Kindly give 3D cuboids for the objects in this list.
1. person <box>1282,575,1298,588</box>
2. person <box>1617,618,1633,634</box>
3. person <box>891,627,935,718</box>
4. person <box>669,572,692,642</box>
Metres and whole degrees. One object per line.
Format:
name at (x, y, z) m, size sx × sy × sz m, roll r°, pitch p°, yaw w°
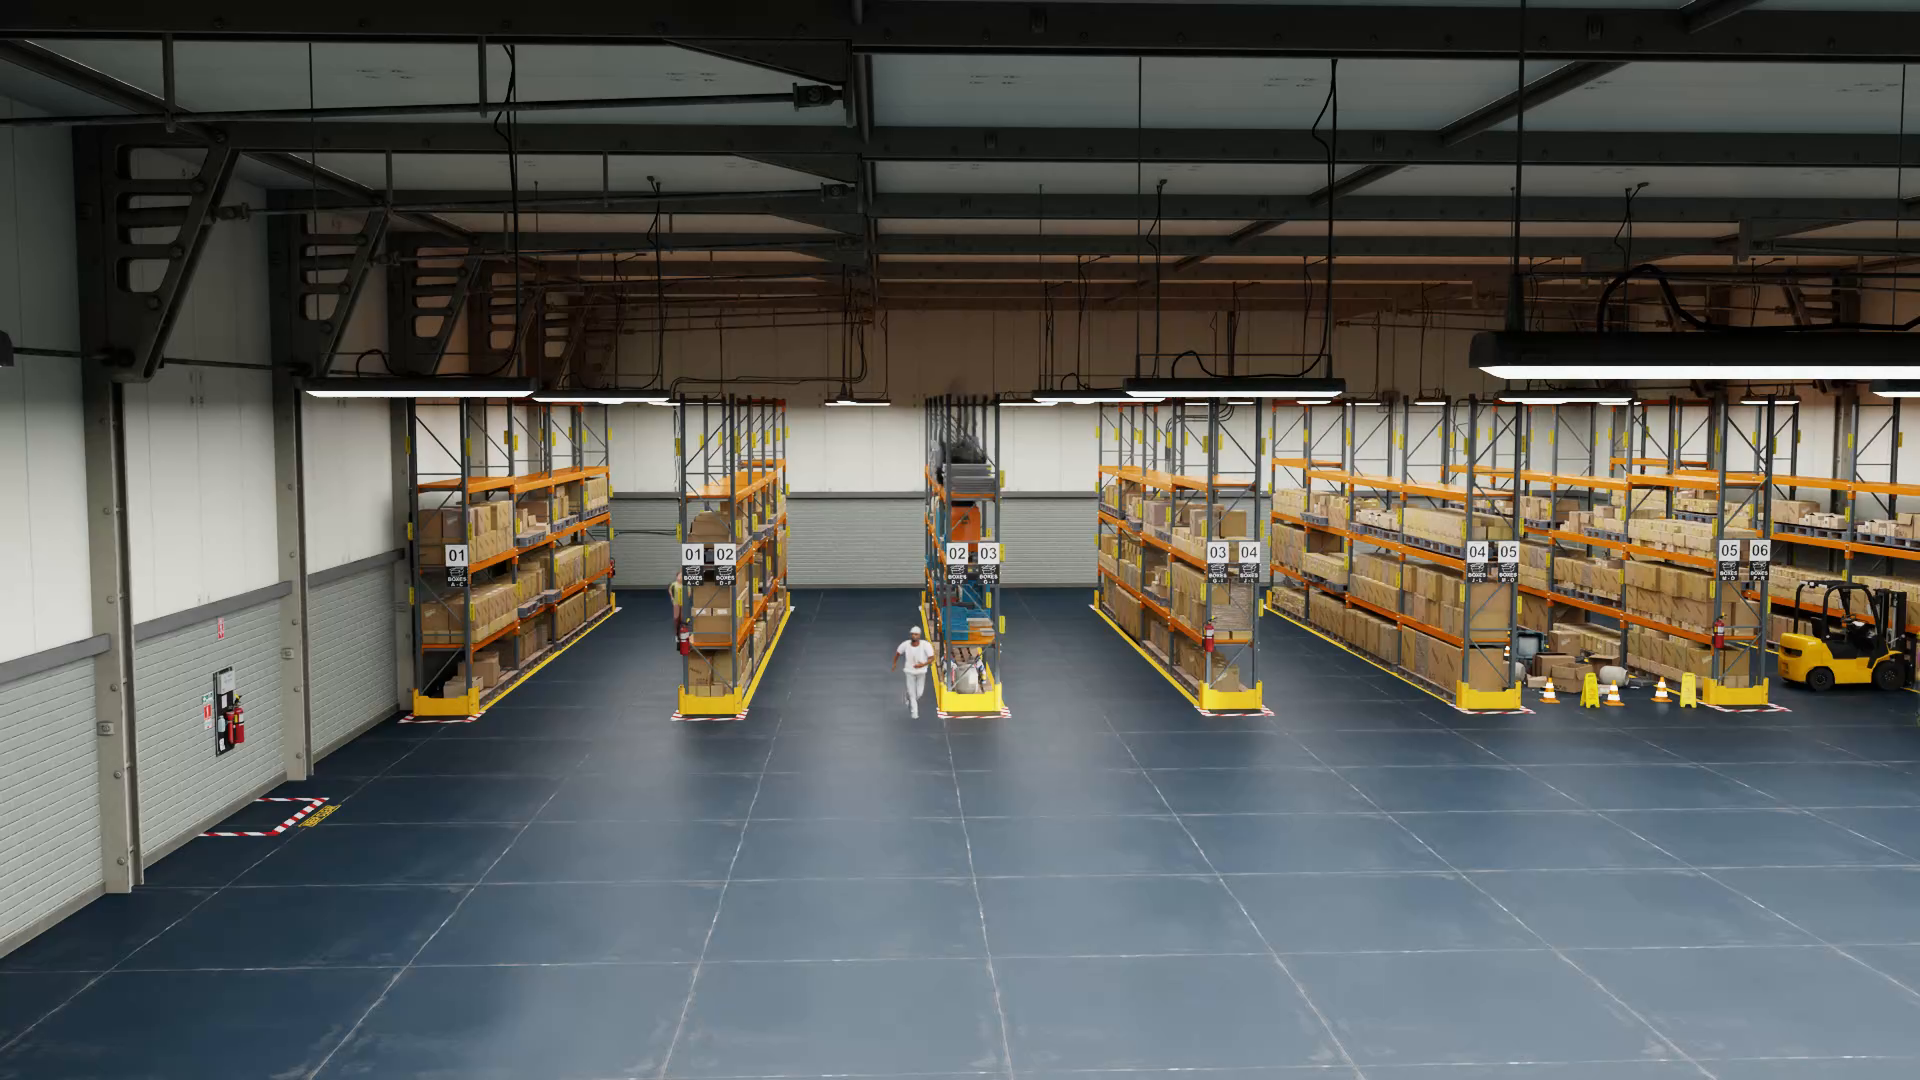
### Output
person at (9.740, 0.961, 48.994) m, size 0.819 × 1.772 × 0.704 m, roll 2°, pitch 5°, yaw 29°
person at (16.533, 1.613, 41.054) m, size 0.648 × 1.732 × 0.597 m, roll -1°, pitch 5°, yaw -7°
person at (-0.880, 2.456, 31.023) m, size 0.809 × 1.721 × 0.580 m, roll 0°, pitch 5°, yaw -4°
person at (-6.912, 1.645, 41.153) m, size 0.562 × 1.720 × 0.762 m, roll -1°, pitch 5°, yaw -10°
